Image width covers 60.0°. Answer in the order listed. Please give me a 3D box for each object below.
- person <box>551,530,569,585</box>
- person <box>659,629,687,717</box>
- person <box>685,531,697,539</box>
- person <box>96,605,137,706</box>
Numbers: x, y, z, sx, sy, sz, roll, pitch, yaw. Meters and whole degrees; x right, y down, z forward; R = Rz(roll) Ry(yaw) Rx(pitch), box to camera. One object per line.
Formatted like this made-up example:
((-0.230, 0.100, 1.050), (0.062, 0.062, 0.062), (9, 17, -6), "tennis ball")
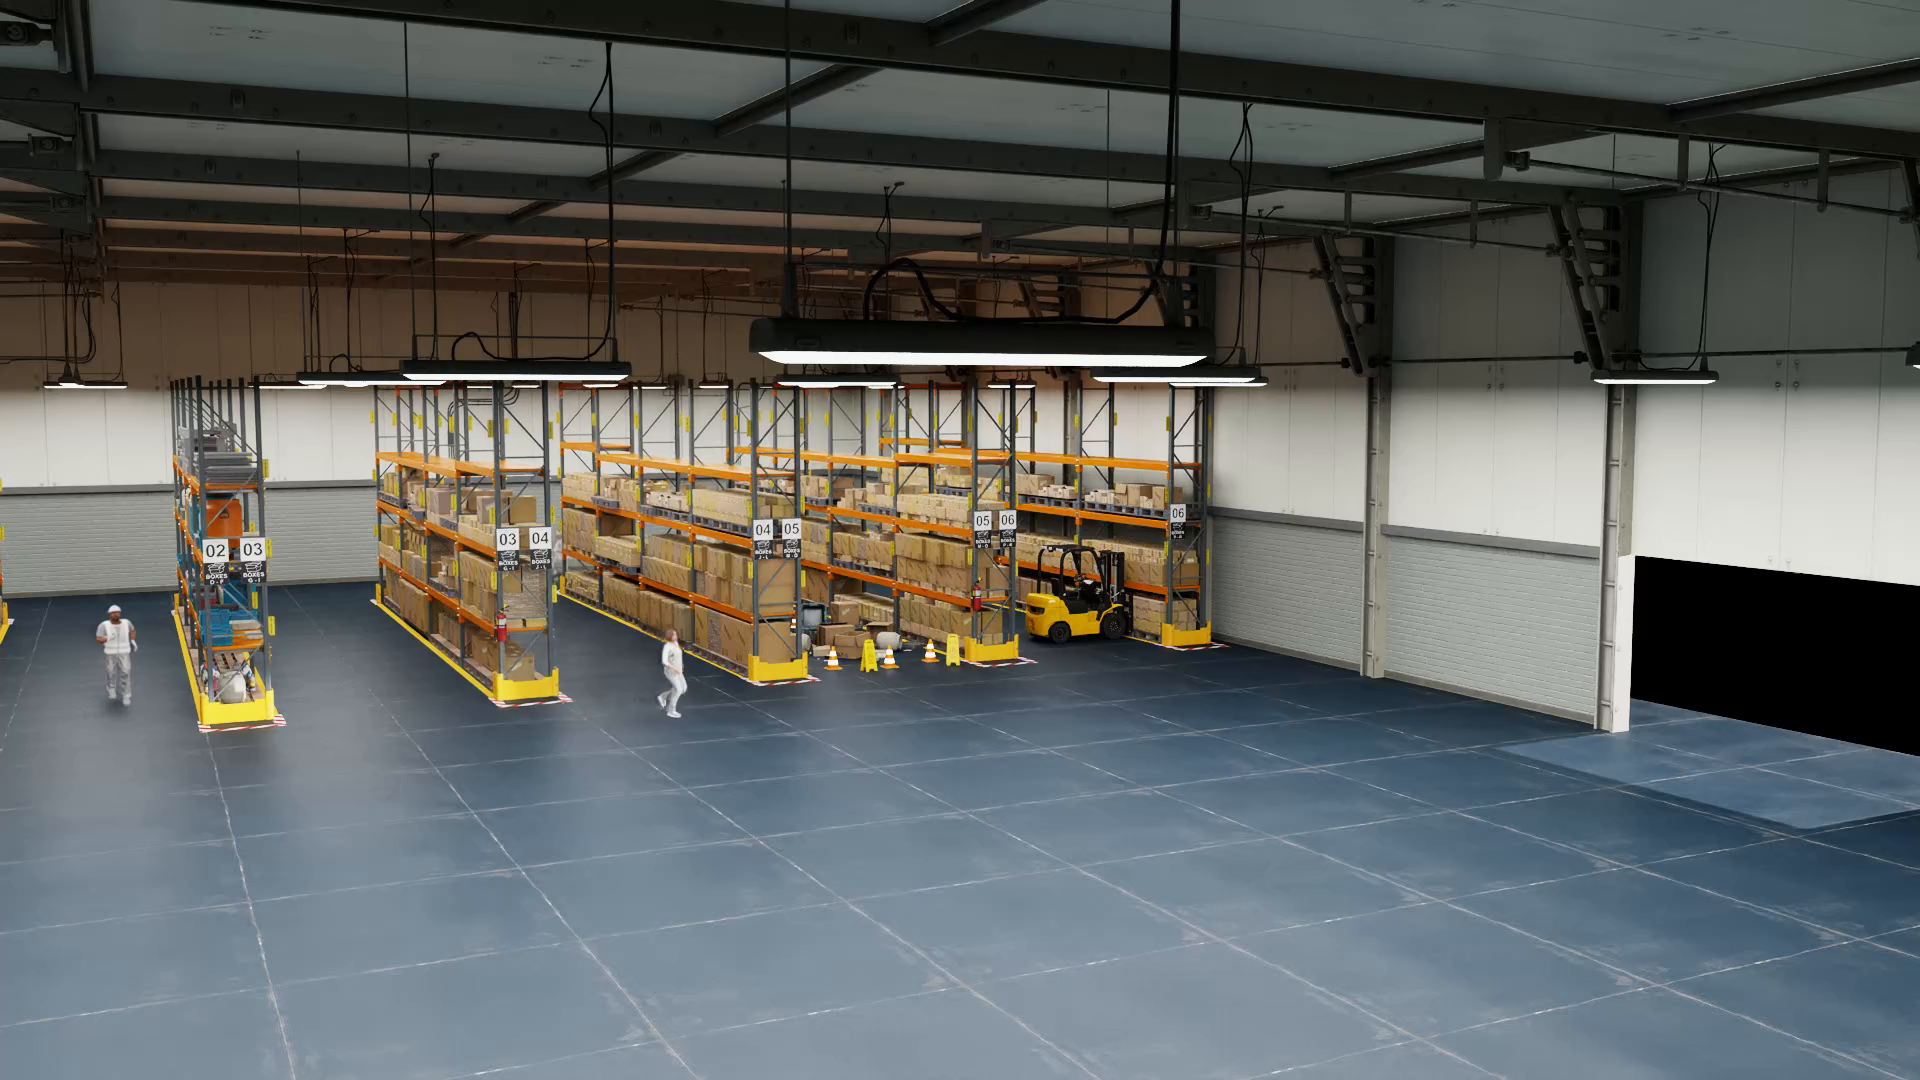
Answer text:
((-11.643, 0.521, 48.539), (0.729, 1.692, 0.717), (-3, 6, -31), "person")
((-5.100, 2.345, 29.357), (0.496, 1.566, 0.541), (1, 5, 13), "person")
((-8.235, 0.364, 50.381), (0.965, 1.737, 0.754), (-3, 6, -32), "person")
((-15.469, 2.095, 30.517), (0.674, 1.800, 0.938), (-3, 6, -33), "person")
